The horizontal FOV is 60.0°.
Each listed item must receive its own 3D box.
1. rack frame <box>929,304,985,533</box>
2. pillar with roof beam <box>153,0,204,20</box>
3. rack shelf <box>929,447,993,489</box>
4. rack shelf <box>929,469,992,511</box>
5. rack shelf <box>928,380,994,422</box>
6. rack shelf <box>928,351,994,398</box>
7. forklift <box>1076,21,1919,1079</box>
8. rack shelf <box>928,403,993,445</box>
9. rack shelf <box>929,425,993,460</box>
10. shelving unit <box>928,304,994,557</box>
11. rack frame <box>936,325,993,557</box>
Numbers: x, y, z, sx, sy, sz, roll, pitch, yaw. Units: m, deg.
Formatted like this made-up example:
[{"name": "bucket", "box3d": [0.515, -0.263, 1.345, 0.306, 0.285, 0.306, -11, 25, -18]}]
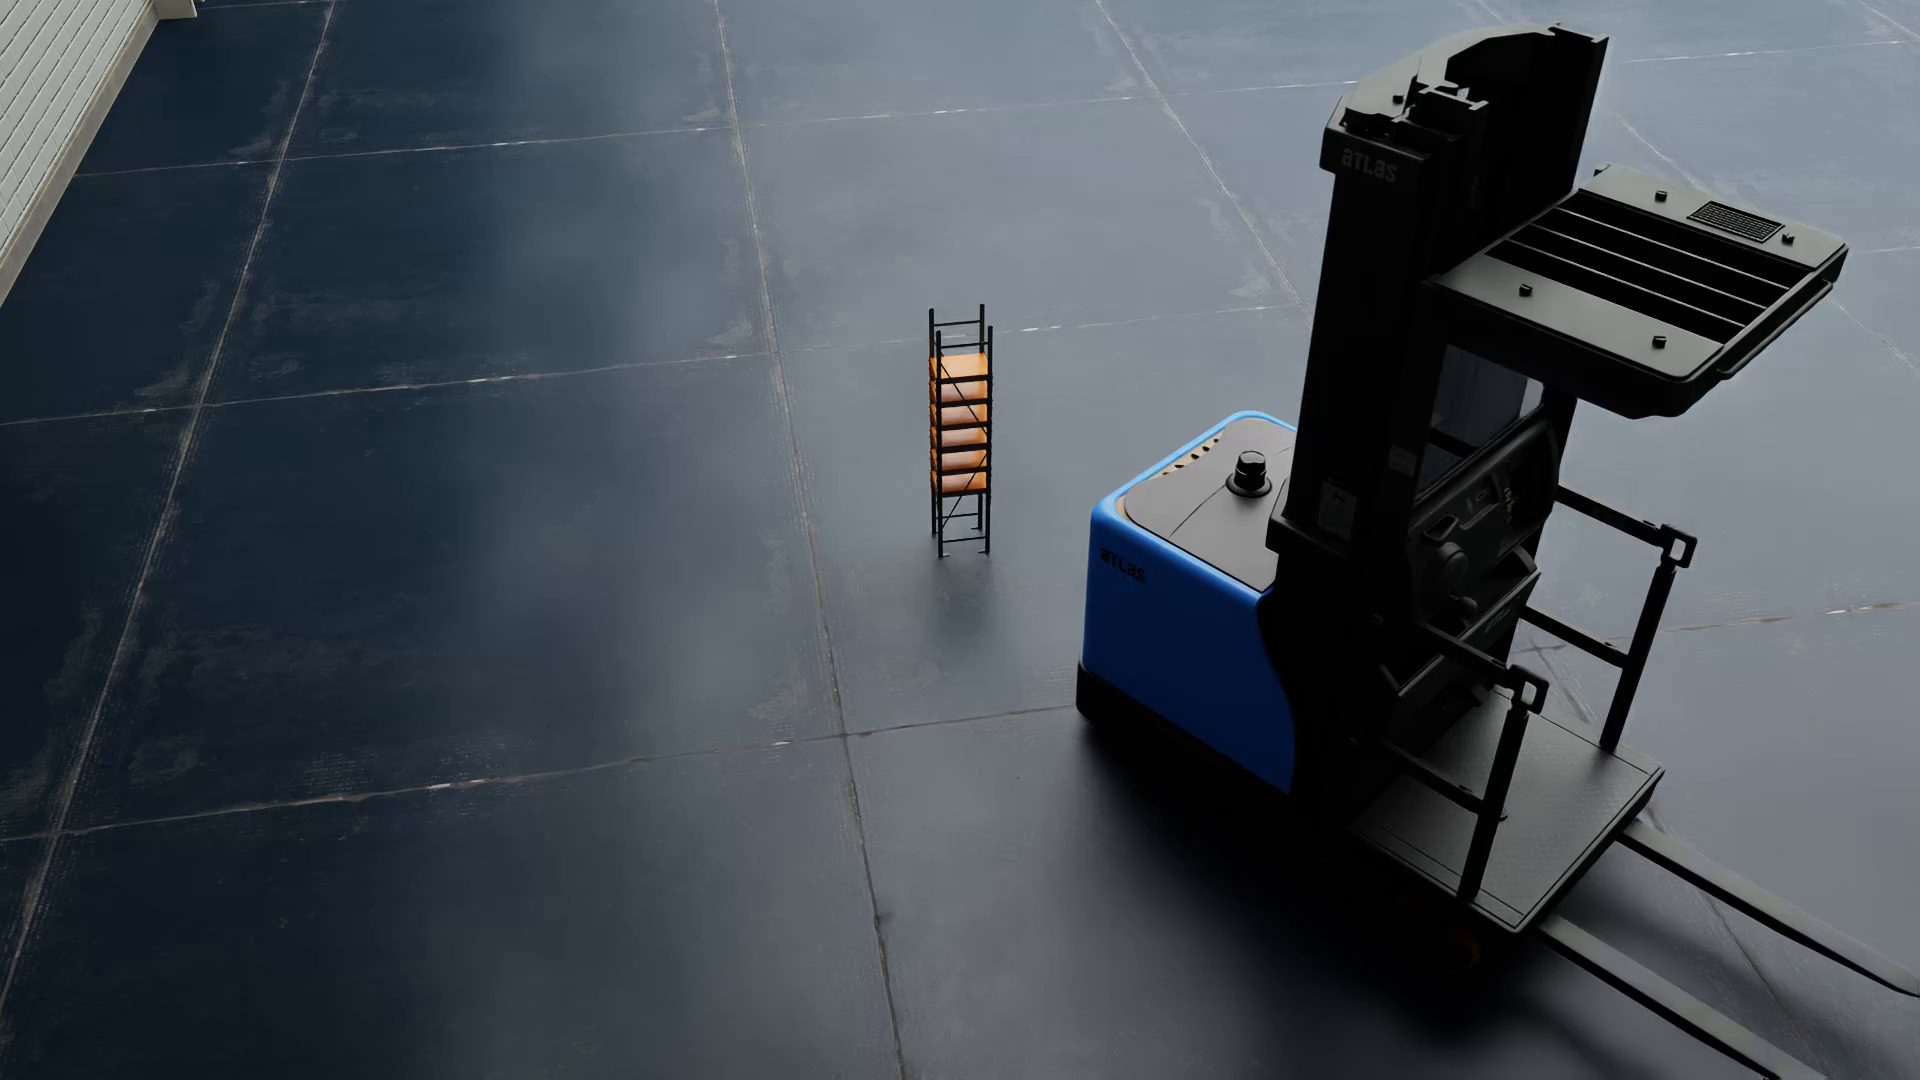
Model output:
[{"name": "rack frame", "box3d": [-0.014, -0.520, 7.442, 0.240, 1.200, 0.006, -6, 38, -8]}, {"name": "pillar with roof beam", "box3d": [-1.931, -8.212, 10.985, 9.100, 9.000, 0.400, -6, 38, -8]}, {"name": "rack shelf", "box3d": [0.003, -0.335, 7.472, 0.258, 0.103, 0.180, -6, 38, -8]}, {"name": "rack shelf", "box3d": [0.003, -0.240, 7.545, 0.258, 0.103, 0.180, -6, 38, -8]}, {"name": "rack shelf", "box3d": [0.003, -0.620, 7.251, 0.258, 0.103, 0.180, -6, 38, -8]}, {"name": "rack shelf", "box3d": [0.003, -0.714, 7.177, 0.258, 0.103, 0.180, -6, 38, -8]}, {"name": "forklift", "box3d": [1.876, -0.012, 5.376, 3.031, 2.935, 1.130, 31, 47, 34]}, {"name": "rack shelf", "box3d": [0.003, -0.525, 7.324, 0.258, 0.103, 0.180, -6, 38, -8]}, {"name": "rack shelf", "box3d": [0.003, -0.430, 7.398, 0.258, 0.103, 0.180, -6, 38, -8]}, {"name": "shelving unit", "box3d": [0.003, -0.465, 7.371, 0.258, 1.200, 0.189, -6, 38, -8]}, {"name": "rack frame", "box3d": [0.019, -0.410, 7.300, 0.240, 1.200, 0.006, -6, 38, -8]}]
